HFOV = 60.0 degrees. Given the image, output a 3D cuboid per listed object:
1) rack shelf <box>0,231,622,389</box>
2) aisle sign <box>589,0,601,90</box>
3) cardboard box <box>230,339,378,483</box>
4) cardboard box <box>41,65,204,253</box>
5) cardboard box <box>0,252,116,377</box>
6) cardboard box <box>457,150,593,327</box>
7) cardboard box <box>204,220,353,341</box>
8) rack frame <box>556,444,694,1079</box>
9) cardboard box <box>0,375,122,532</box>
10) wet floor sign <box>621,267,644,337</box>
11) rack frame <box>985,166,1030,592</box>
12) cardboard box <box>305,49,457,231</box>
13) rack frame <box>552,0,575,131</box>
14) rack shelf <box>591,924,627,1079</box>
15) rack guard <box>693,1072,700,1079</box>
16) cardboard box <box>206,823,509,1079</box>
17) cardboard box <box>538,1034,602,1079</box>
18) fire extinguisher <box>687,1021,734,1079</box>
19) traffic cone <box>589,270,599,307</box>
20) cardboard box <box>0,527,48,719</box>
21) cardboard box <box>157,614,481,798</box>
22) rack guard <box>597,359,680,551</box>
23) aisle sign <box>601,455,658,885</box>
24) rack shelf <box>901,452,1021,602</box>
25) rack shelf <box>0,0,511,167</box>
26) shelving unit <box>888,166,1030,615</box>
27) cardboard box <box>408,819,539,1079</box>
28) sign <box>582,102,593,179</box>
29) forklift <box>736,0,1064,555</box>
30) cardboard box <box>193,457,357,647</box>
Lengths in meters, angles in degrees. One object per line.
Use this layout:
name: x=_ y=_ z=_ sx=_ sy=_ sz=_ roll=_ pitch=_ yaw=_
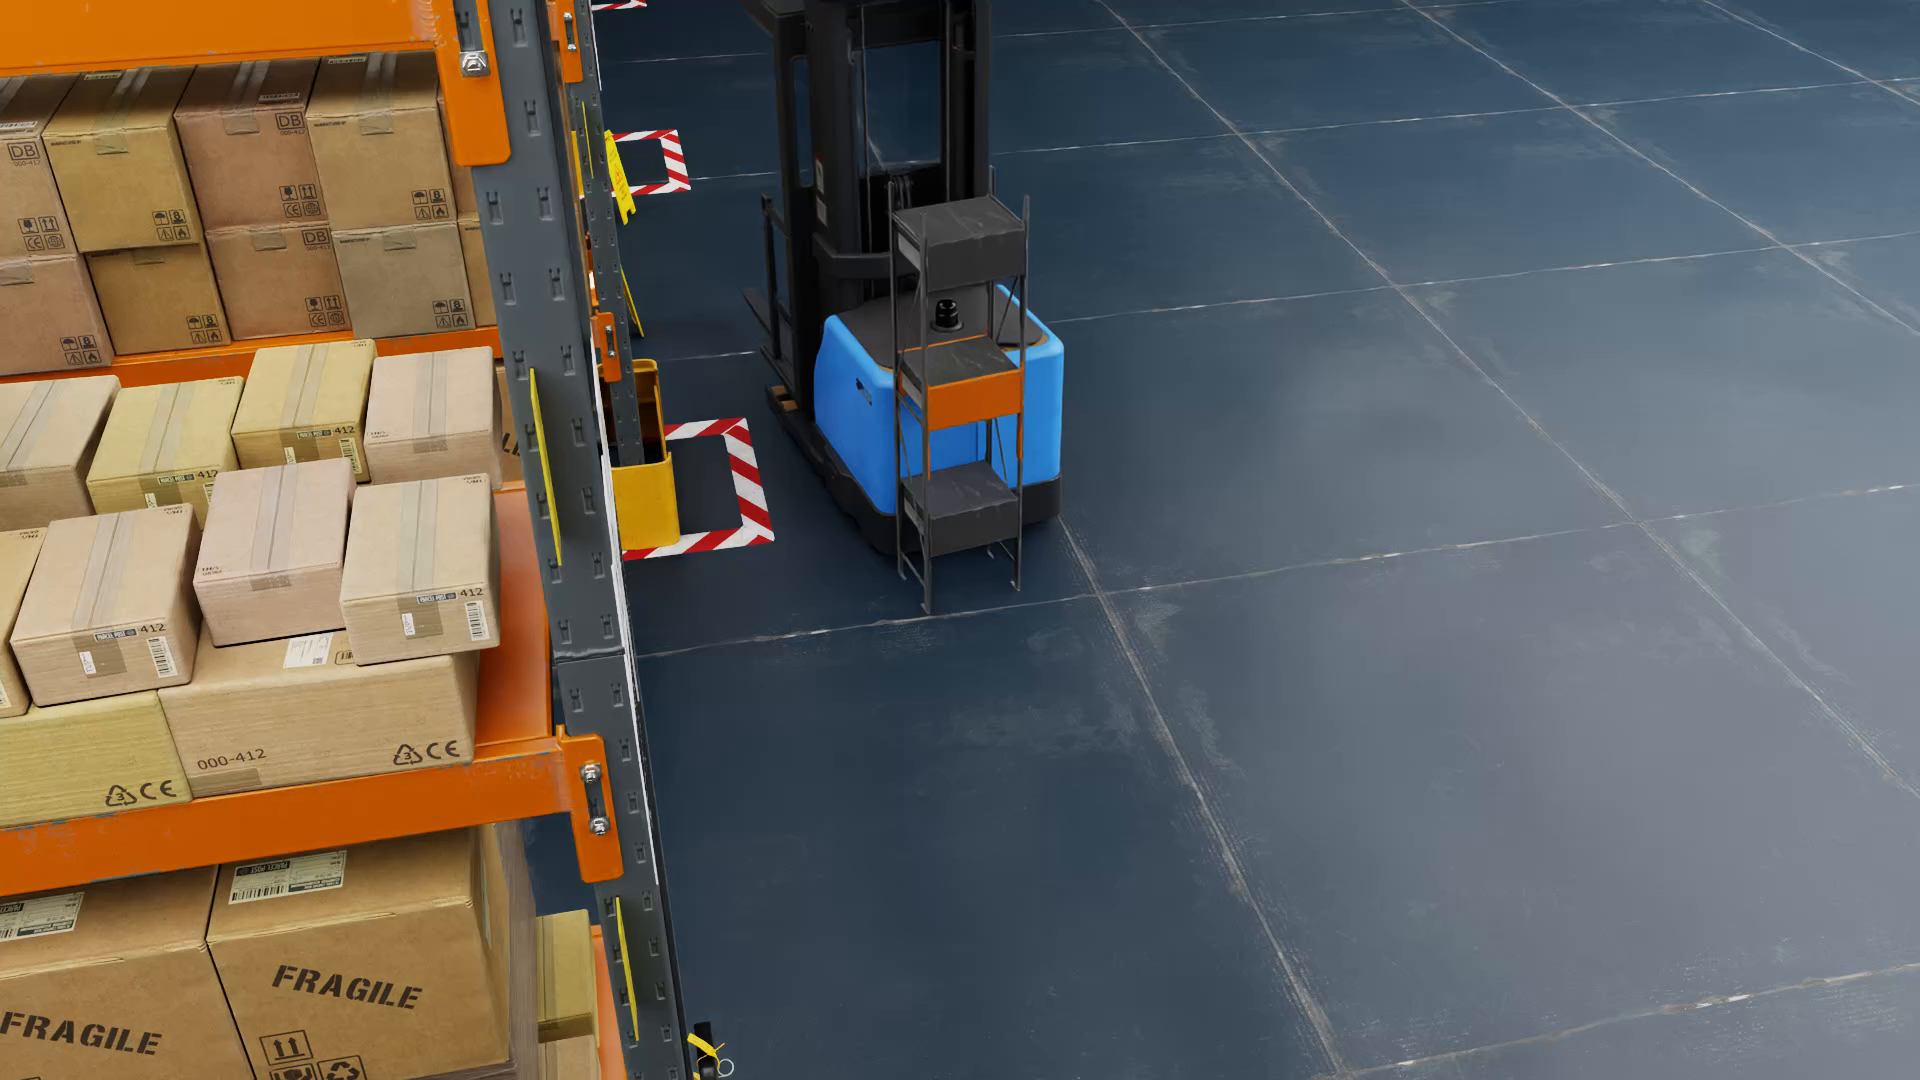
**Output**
rack shelf: x=-3.733 y=-0.972 z=8.152 sx=4.000 sy=0.370 sz=1.077 roll=-7 pitch=35 yaw=-11
aisle sign: x=-1.646 y=-2.442 z=7.363 sx=0.004 sy=0.787 sz=0.394 roll=-7 pitch=35 yaw=-11
cardboard box: x=-1.380 y=-0.270 z=3.545 sx=0.250 sy=0.149 sz=0.380 roll=-6 pitch=34 yaw=-10
cardboard box: x=-3.733 y=-1.754 z=7.568 sx=0.500 sy=0.550 sz=0.875 roll=-7 pitch=35 yaw=-11
cardboard box: x=-4.242 y=-1.221 z=7.743 sx=0.550 sy=0.550 sz=0.875 roll=-7 pitch=35 yaw=-11
cardboard box: x=-2.134 y=-1.508 z=8.171 sx=0.550 sy=0.550 sz=0.875 roll=-7 pitch=35 yaw=-11
cardboard box: x=-3.239 y=-1.428 z=8.052 sx=0.550 sy=0.550 sz=0.875 roll=-7 pitch=35 yaw=-11
rack frame: x=-0.786 y=1.192 z=4.282 sx=0.127 sy=3.000 sz=1.000 roll=-7 pitch=35 yaw=-11
cardboard box: x=-1.881 y=-0.177 z=3.406 sx=0.250 sy=0.149 sz=0.380 roll=-6 pitch=34 yaw=-9
wet floor sign: x=-2.190 y=-1.618 z=10.583 sx=0.232 sy=0.644 sz=0.267 roll=-13 pitch=36 yaw=-19
rack frame: x=0.216 y=-0.713 z=7.928 sx=0.015 sy=2.100 sz=0.400 roll=-13 pitch=36 yaw=-19
cardboard box: x=-2.668 y=-1.885 z=7.763 sx=0.550 sy=0.550 sz=0.875 roll=-7 pitch=35 yaw=-11
rack frame: x=-2.972 y=-4.194 z=12.308 sx=0.127 sy=3.000 sz=1.000 roll=-7 pitch=35 yaw=-11
rack shelf: x=-2.737 y=1.736 z=4.116 sx=4.000 sy=0.370 sz=1.077 roll=-7 pitch=35 yaw=-11
rack guard: x=-0.860 y=2.239 z=4.965 sx=0.348 sy=0.500 sz=1.175 roll=-7 pitch=35 yaw=-11
cardboard box: x=-1.268 y=0.813 z=3.592 sx=0.500 sy=0.500 sz=0.500 roll=-7 pitch=35 yaw=-11
cardboard box: x=-1.019 y=1.443 z=4.133 sx=0.250 sy=0.149 sz=0.380 roll=-7 pitch=35 yaw=-11
fire extinguisher: x=-0.573 y=1.460 z=3.951 sx=0.183 sy=0.674 sz=0.296 roll=-7 pitch=35 yaw=-11
traffic cone: x=-2.531 y=-1.825 z=11.055 sx=0.334 sy=0.463 sz=0.336 roll=-7 pitch=35 yaw=-11
cardboard box: x=-1.750 y=0.152 z=2.917 sx=0.250 sy=0.149 sz=0.380 roll=-7 pitch=34 yaw=-10
cardboard box: x=-1.200 y=0.206 z=3.194 sx=0.500 sy=0.250 sz=0.500 roll=-6 pitch=34 yaw=-9
rack guard: x=-1.758 y=-0.481 z=9.019 sx=0.348 sy=0.500 sz=1.175 roll=-7 pitch=35 yaw=-11
aisle sign: x=-0.660 y=0.268 z=3.326 sx=0.004 sy=0.787 sz=0.394 roll=-7 pitch=35 yaw=-11
rack shelf: x=-0.008 y=-0.067 z=8.246 sx=0.480 sy=0.518 sz=0.431 roll=-13 pitch=36 yaw=-19
rack shelf: x=-2.737 y=-0.753 z=2.445 sx=4.000 sy=0.370 sz=1.077 roll=-7 pitch=35 yaw=-11
shelving unit: x=-0.008 y=-0.659 z=7.848 sx=0.503 sy=2.100 sz=0.431 roll=-13 pitch=36 yaw=-19
cardboard box: x=-1.329 y=1.079 z=4.093 sx=0.500 sy=0.500 sz=0.875 roll=-7 pitch=35 yaw=-11
sign: x=-1.676 y=-1.799 z=7.487 sx=0.005 sy=0.325 sz=0.100 roll=-7 pitch=35 yaw=-11
forklift: x=-0.506 y=-1.953 z=9.030 sx=1.130 sy=2.935 sz=3.031 roll=-13 pitch=36 yaw=-19
cardboard box: x=-1.268 y=0.015 z=3.121 sx=0.250 sy=0.149 sz=0.380 roll=-8 pitch=35 yaw=-12
